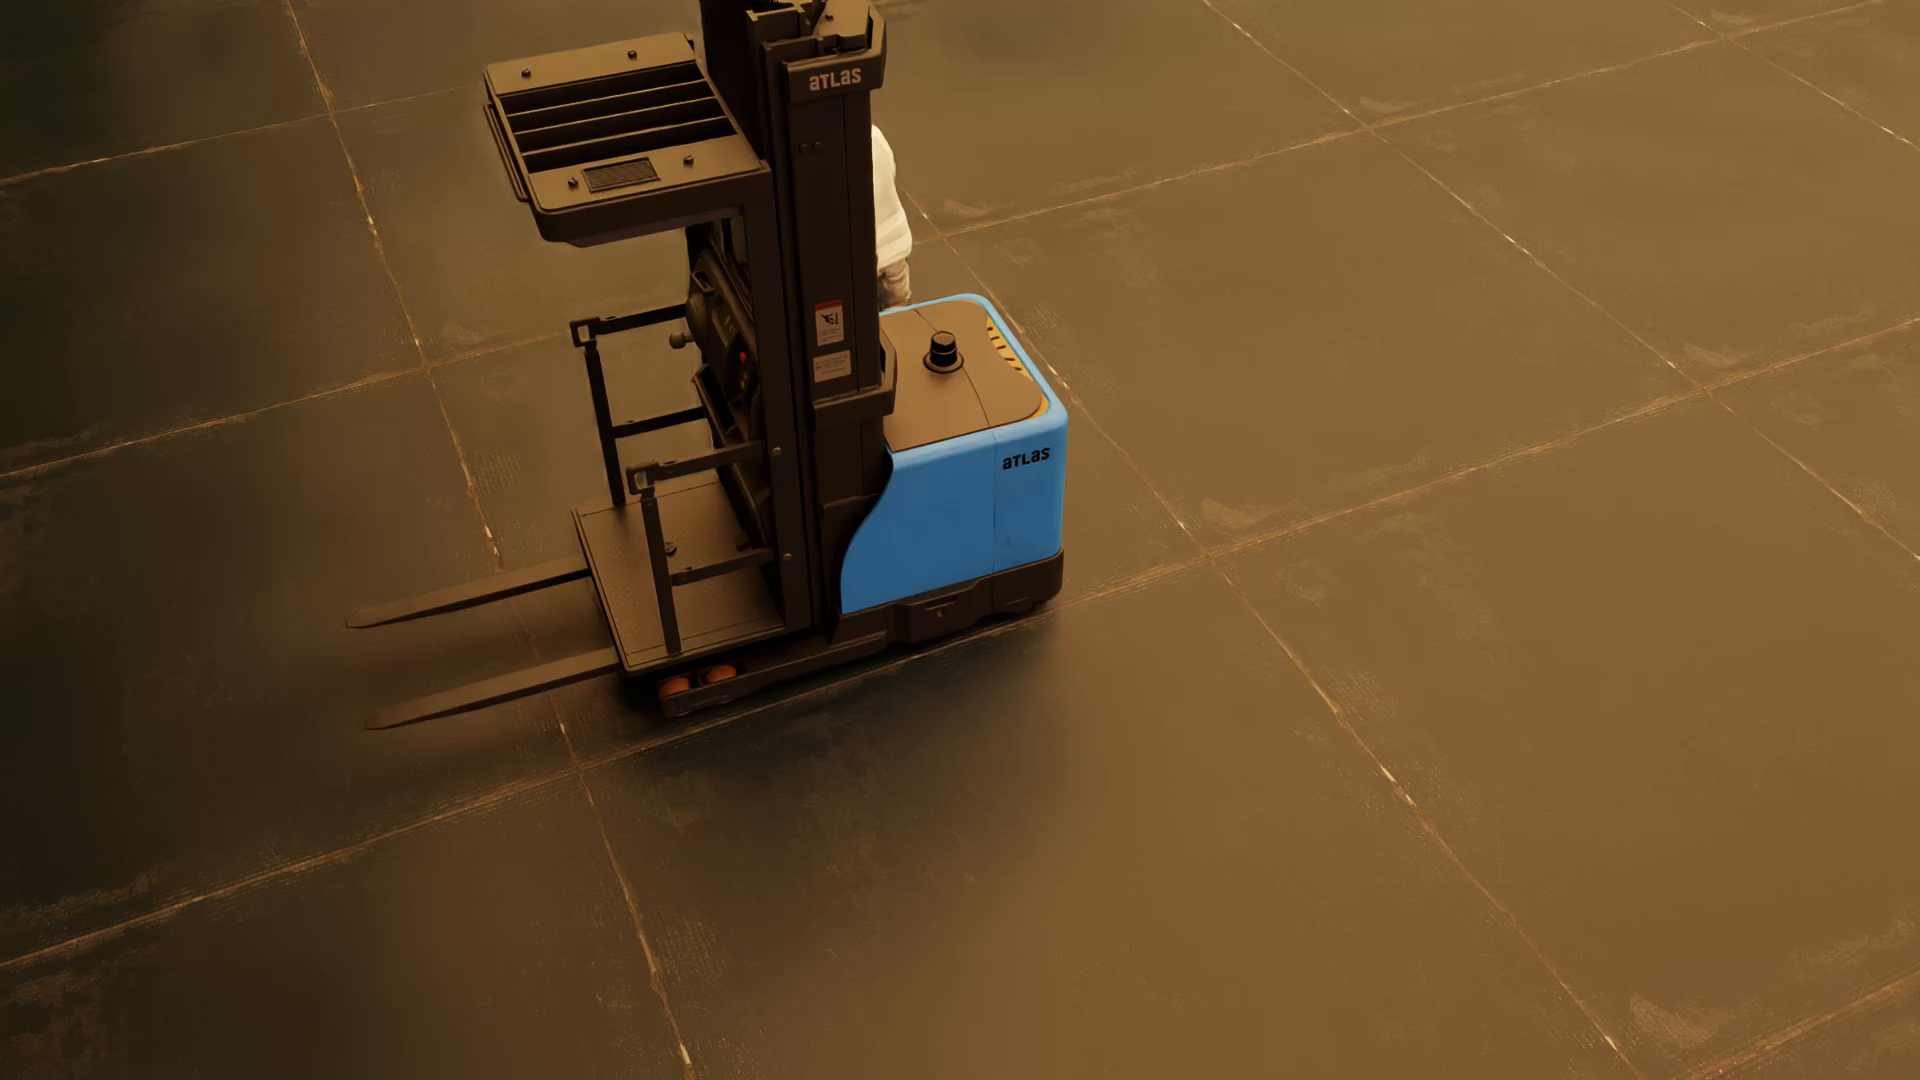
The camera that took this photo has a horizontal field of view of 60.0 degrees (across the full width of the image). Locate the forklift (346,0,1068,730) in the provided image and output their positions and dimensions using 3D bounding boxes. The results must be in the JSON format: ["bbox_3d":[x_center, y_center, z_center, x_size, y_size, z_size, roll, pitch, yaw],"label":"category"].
[{"bbox_3d":[-1.108,-0.738,6.471,3.031,2.935,1.130,-15,45,-16],"label":"forklift"}]

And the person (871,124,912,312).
[{"bbox_3d":[-0.534,-1.454,8.297,0.670,1.549,0.935,-28,50,-27],"label":"person"}]
